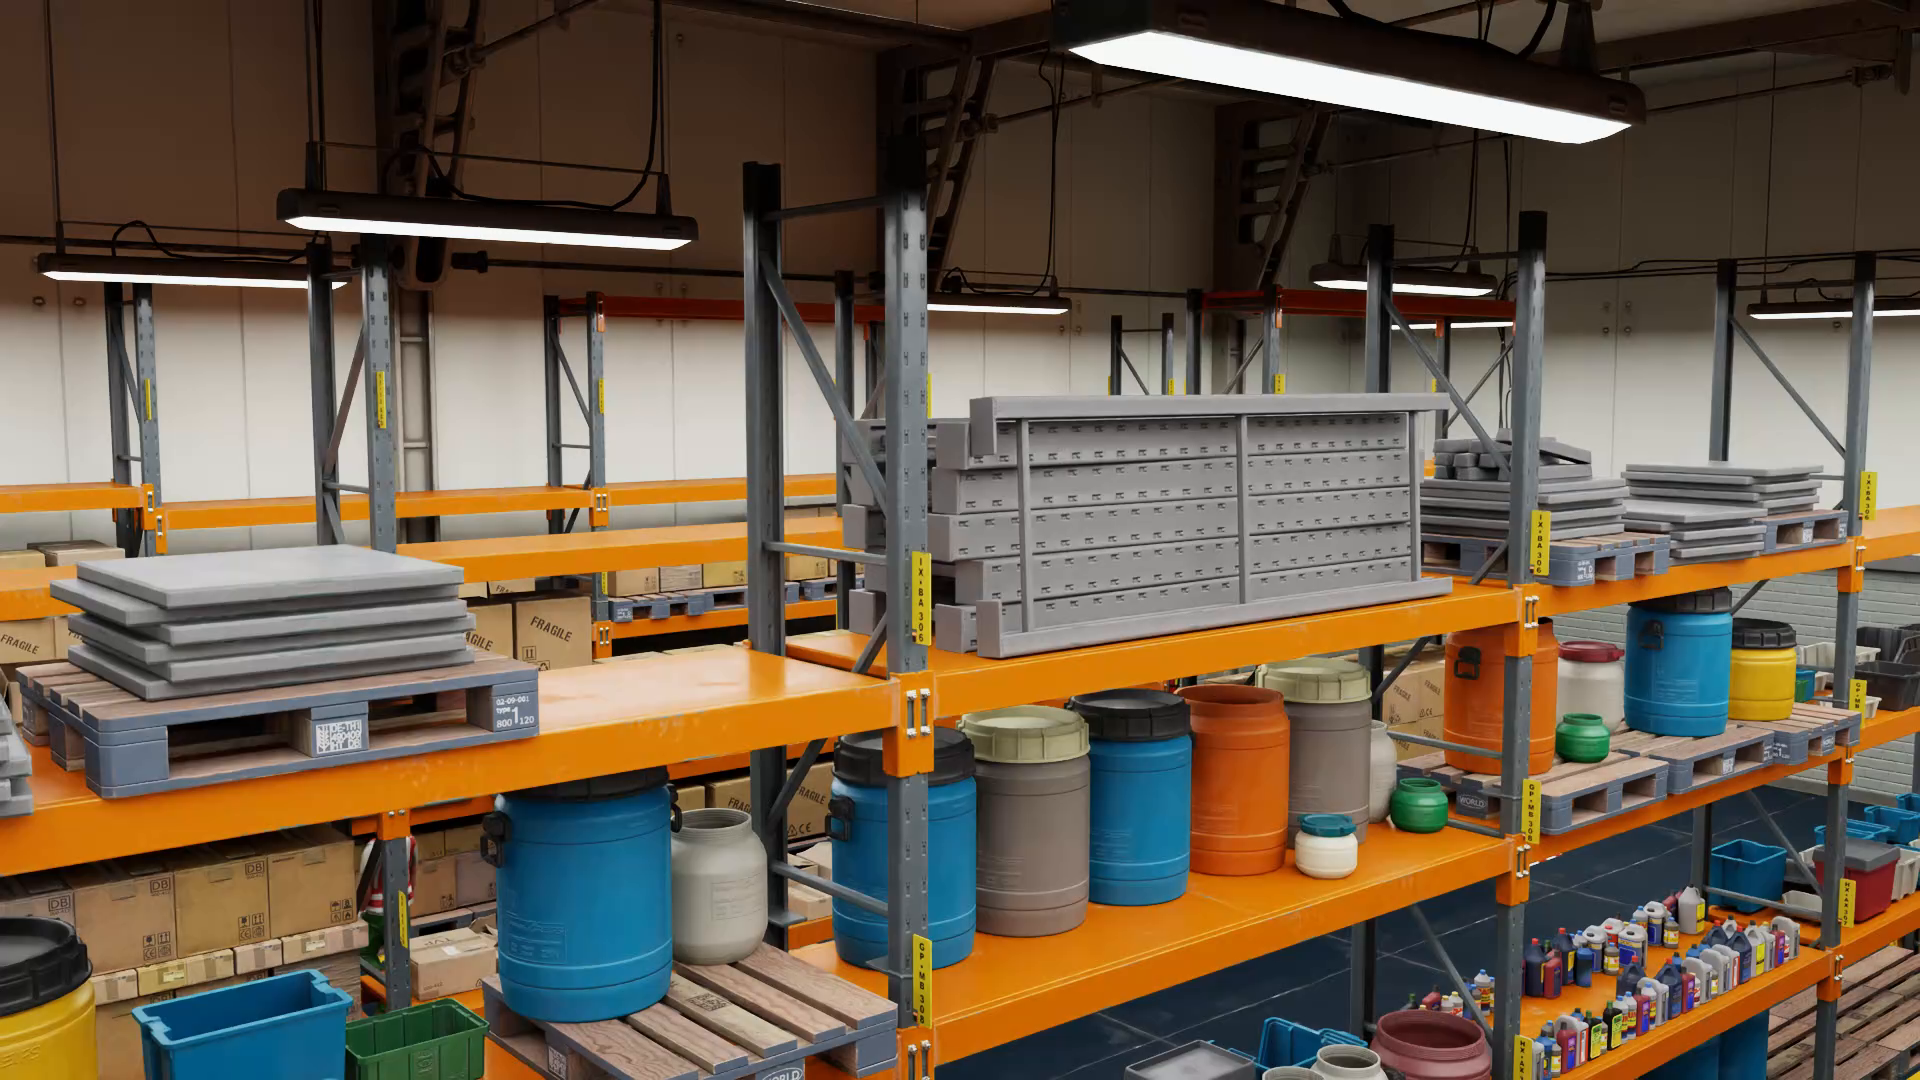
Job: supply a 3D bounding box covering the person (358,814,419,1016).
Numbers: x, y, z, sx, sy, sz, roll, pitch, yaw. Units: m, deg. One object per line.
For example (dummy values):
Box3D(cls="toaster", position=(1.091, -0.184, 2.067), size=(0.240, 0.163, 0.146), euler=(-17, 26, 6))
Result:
Box3D(cls="person", position=(-4.629, 2.987, 13.395), size=(0.372, 1.803, 0.586), euler=(4, 7, 33))
